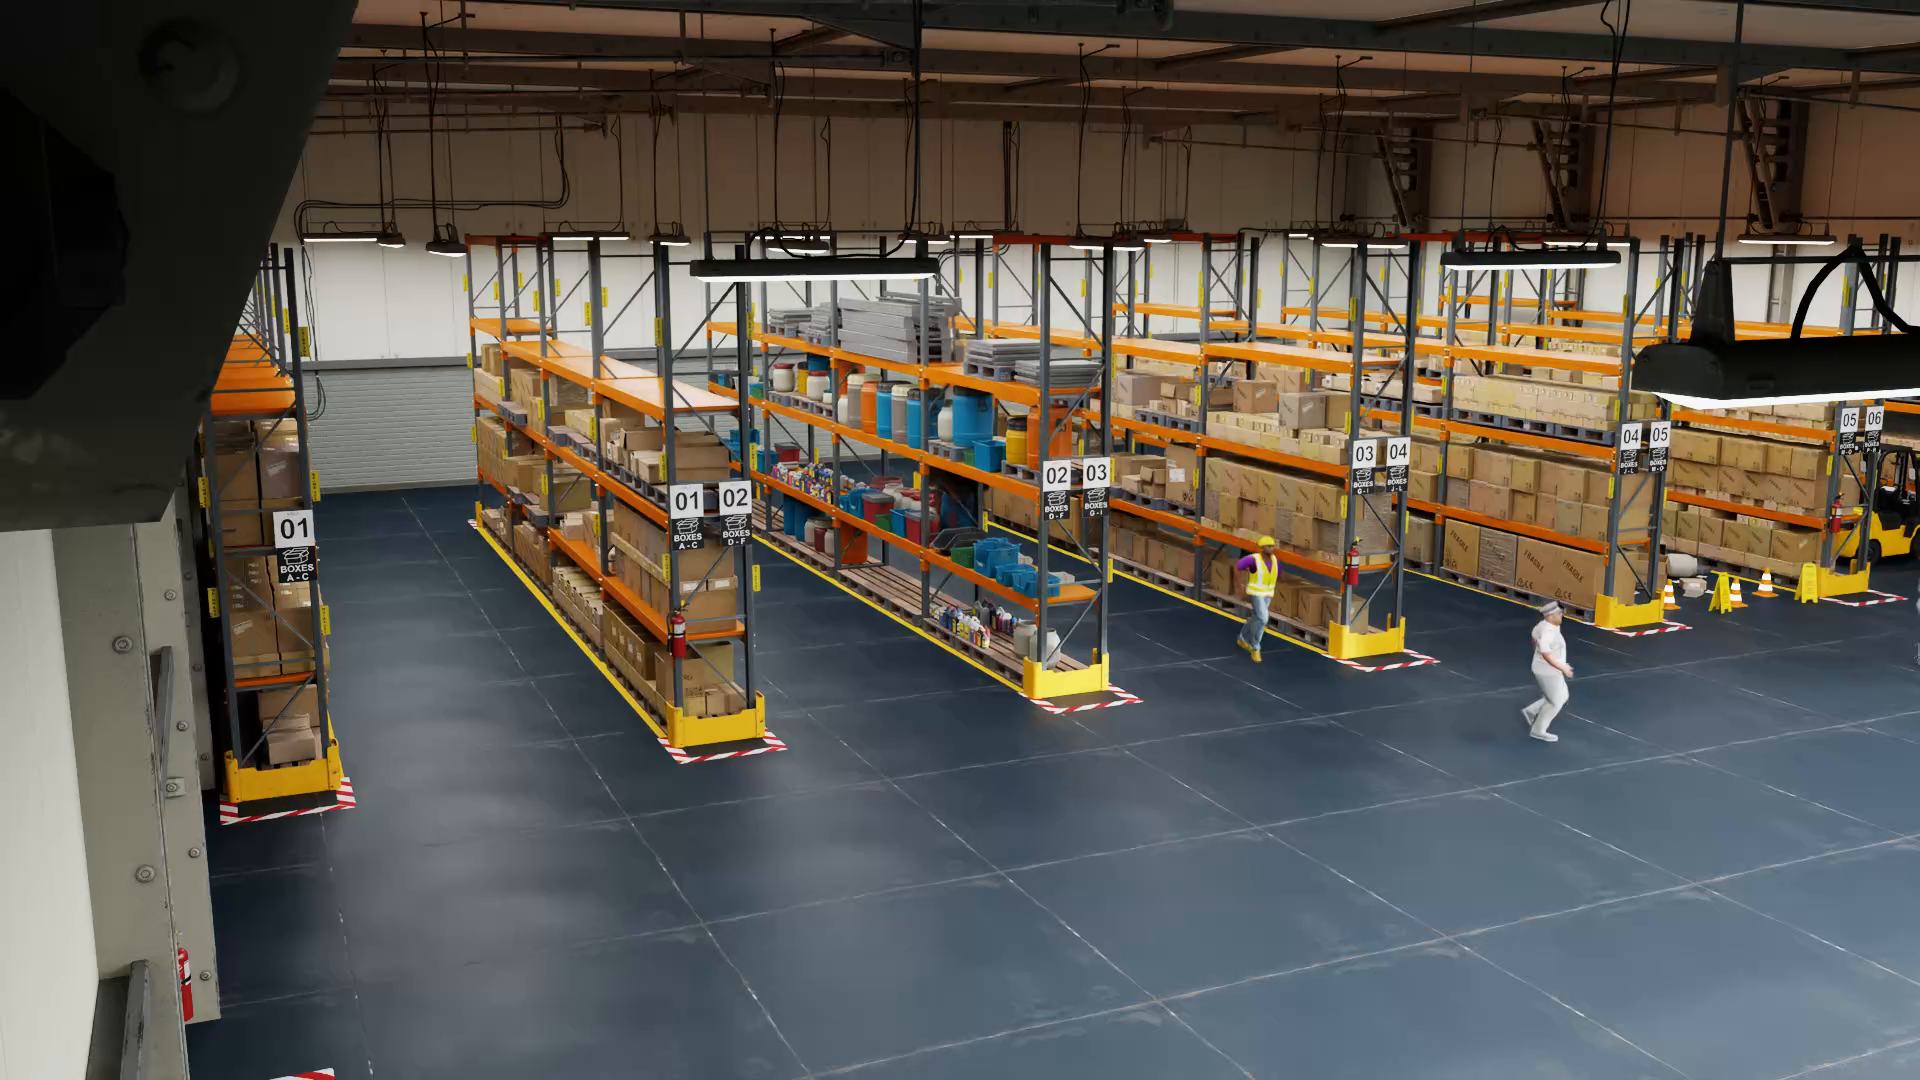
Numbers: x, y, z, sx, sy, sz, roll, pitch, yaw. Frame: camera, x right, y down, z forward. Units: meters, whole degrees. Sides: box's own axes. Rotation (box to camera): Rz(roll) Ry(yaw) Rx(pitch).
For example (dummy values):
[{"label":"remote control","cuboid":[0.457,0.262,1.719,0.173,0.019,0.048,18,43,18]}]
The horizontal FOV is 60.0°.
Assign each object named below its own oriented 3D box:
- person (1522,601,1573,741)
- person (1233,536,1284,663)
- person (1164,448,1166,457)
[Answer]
[{"label":"person","cuboid":[7.211,1.594,20.369,0.545,1.751,0.644,2,11,11]},{"label":"person","cuboid":[4.378,0.828,24.260,0.696,1.804,0.769,-7,13,-33]},{"label":"person","cuboid":[5.292,-2.421,41.263,0.579,1.661,0.525,-10,15,-41]}]
